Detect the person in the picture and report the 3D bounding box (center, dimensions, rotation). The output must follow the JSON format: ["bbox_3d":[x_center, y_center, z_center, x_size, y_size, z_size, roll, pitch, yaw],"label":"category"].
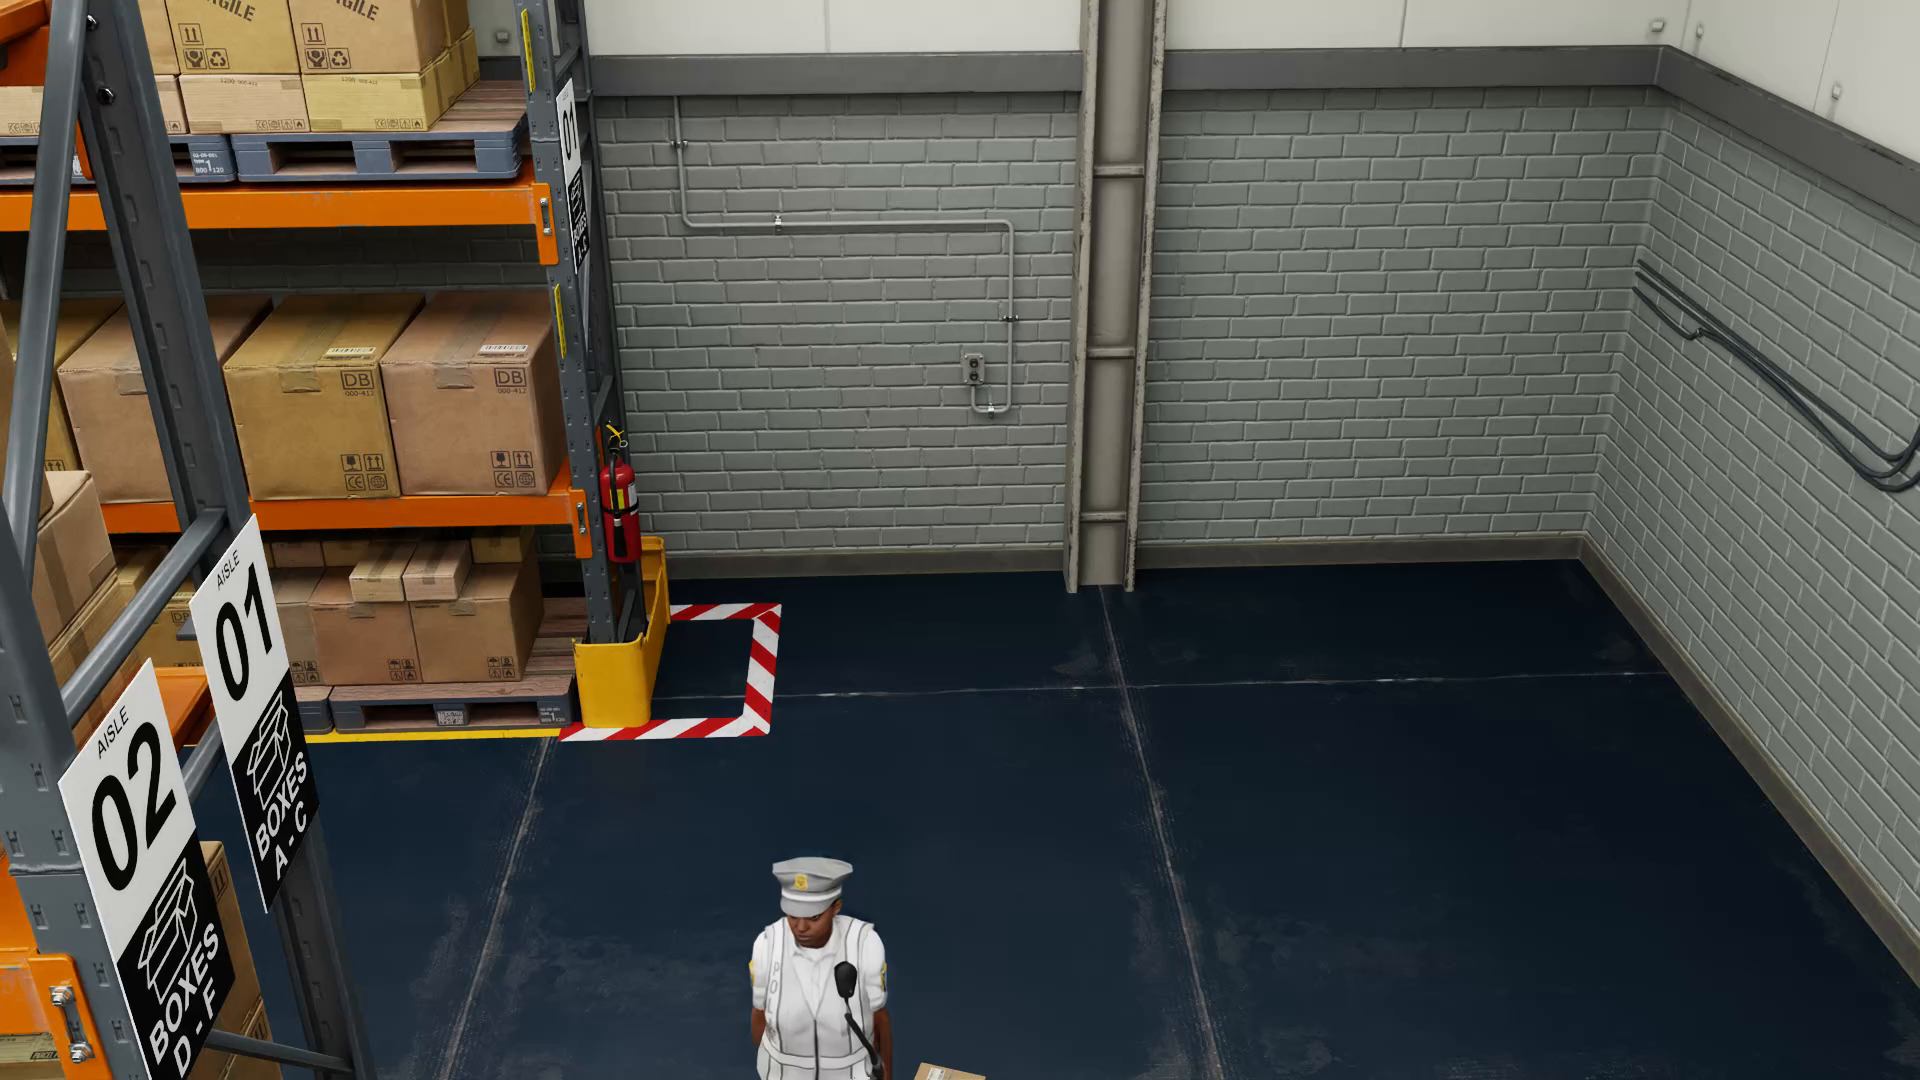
[{"bbox_3d":[-5.185,3.221,2.271,10.037,1.809,7.324,0,28,-1],"label":"person"}]
